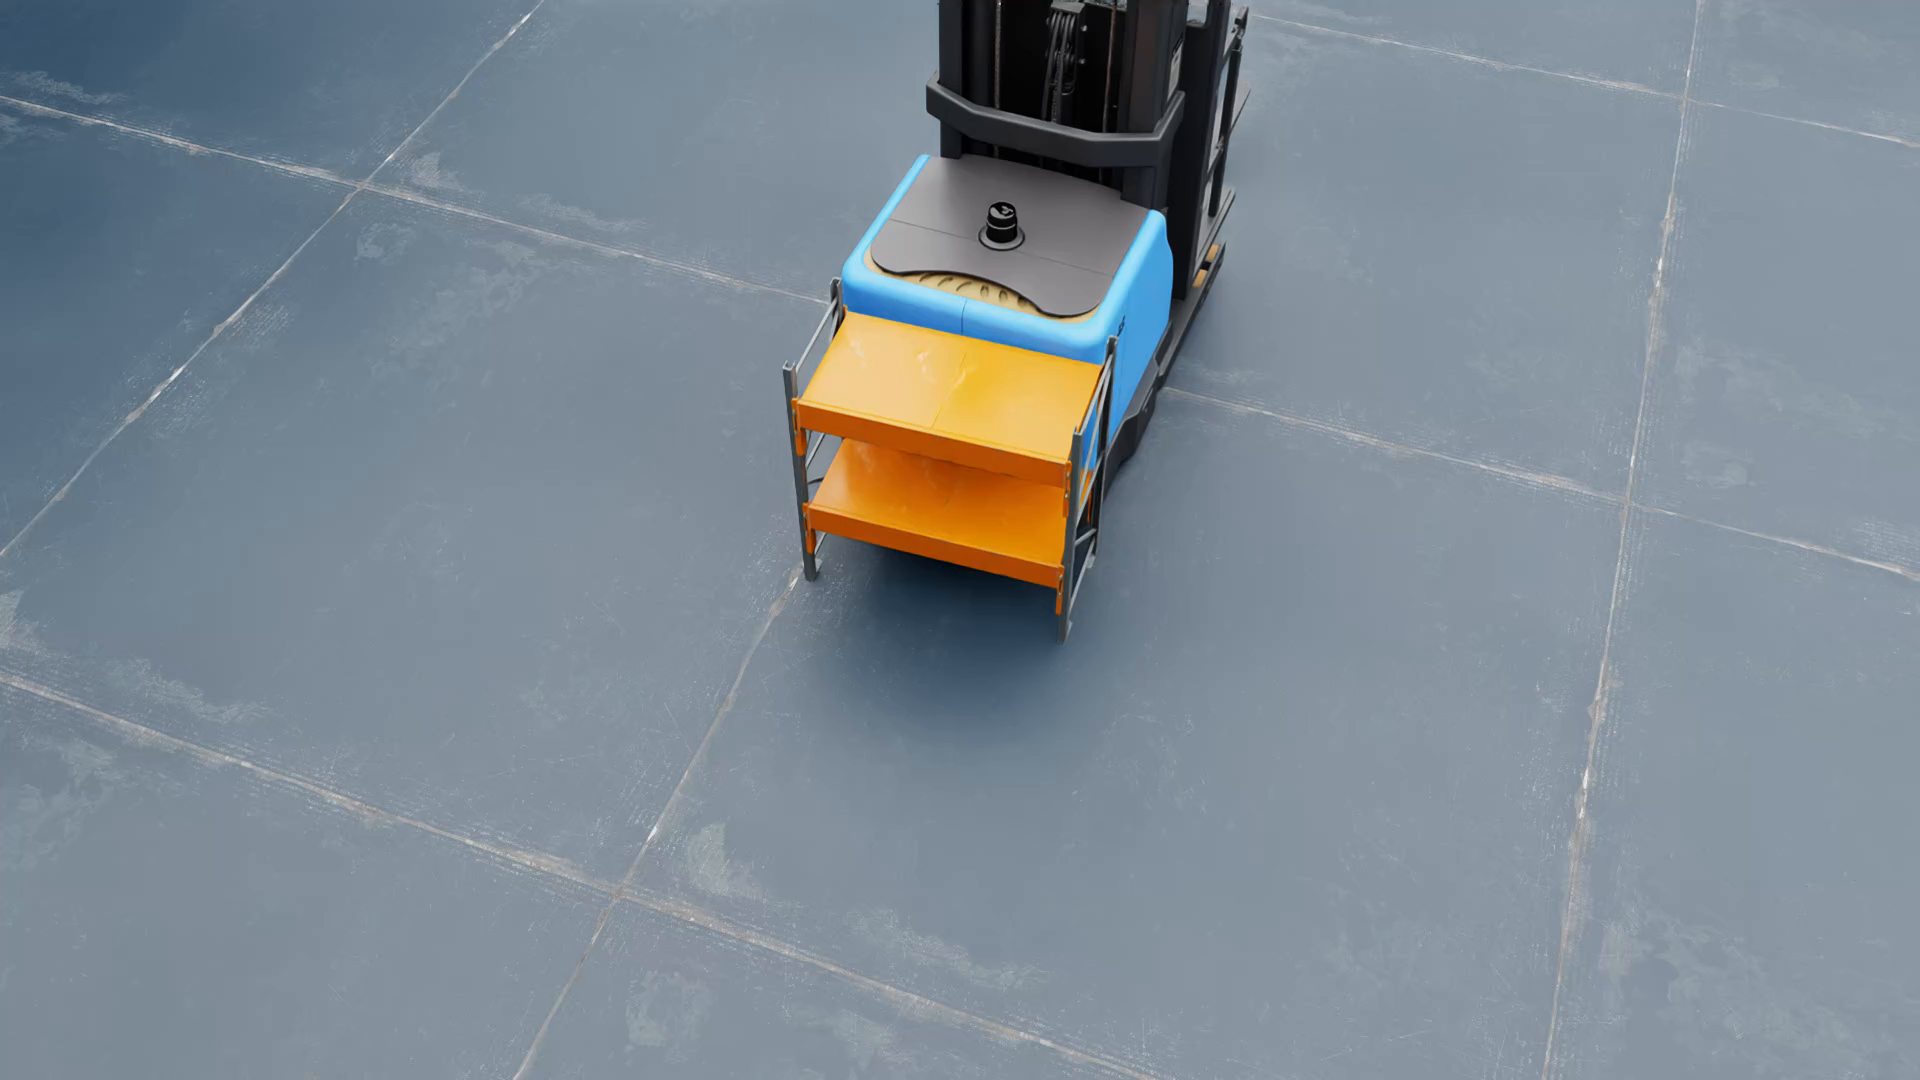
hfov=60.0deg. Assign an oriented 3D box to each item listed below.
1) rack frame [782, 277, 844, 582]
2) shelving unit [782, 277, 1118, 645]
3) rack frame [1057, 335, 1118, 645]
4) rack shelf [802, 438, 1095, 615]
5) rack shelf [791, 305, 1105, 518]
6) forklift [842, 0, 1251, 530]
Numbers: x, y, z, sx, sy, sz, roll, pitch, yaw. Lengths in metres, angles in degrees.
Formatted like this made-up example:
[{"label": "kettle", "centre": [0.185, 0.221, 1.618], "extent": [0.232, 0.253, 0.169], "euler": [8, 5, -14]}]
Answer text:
[{"label": "rack frame", "centre": [-0.512, -0.389, 6.209], "extent": [0.032, 1.125, 0.500], "euler": [14, 50, 11]}, {"label": "shelving unit", "centre": [-0.028, -0.272, 6.108], "extent": [1.048, 1.125, 0.538], "euler": [14, 50, 11]}, {"label": "rack frame", "centre": [0.457, -0.156, 6.007], "extent": [0.032, 1.125, 0.500], "euler": [14, 50, 11]}, {"label": "rack shelf", "centre": [-0.028, -0.112, 6.293], "extent": [1.000, 0.278, 0.538], "euler": [14, 50, 11]}, {"label": "rack shelf", "centre": [-0.028, -0.464, 5.887], "extent": [1.000, 0.278, 0.538], "euler": [14, 50, 11]}, {"label": "forklift", "centre": [0.571, -2.134, 6.527], "extent": [1.130, 2.935, 3.031], "euler": [17, 51, 14]}]
